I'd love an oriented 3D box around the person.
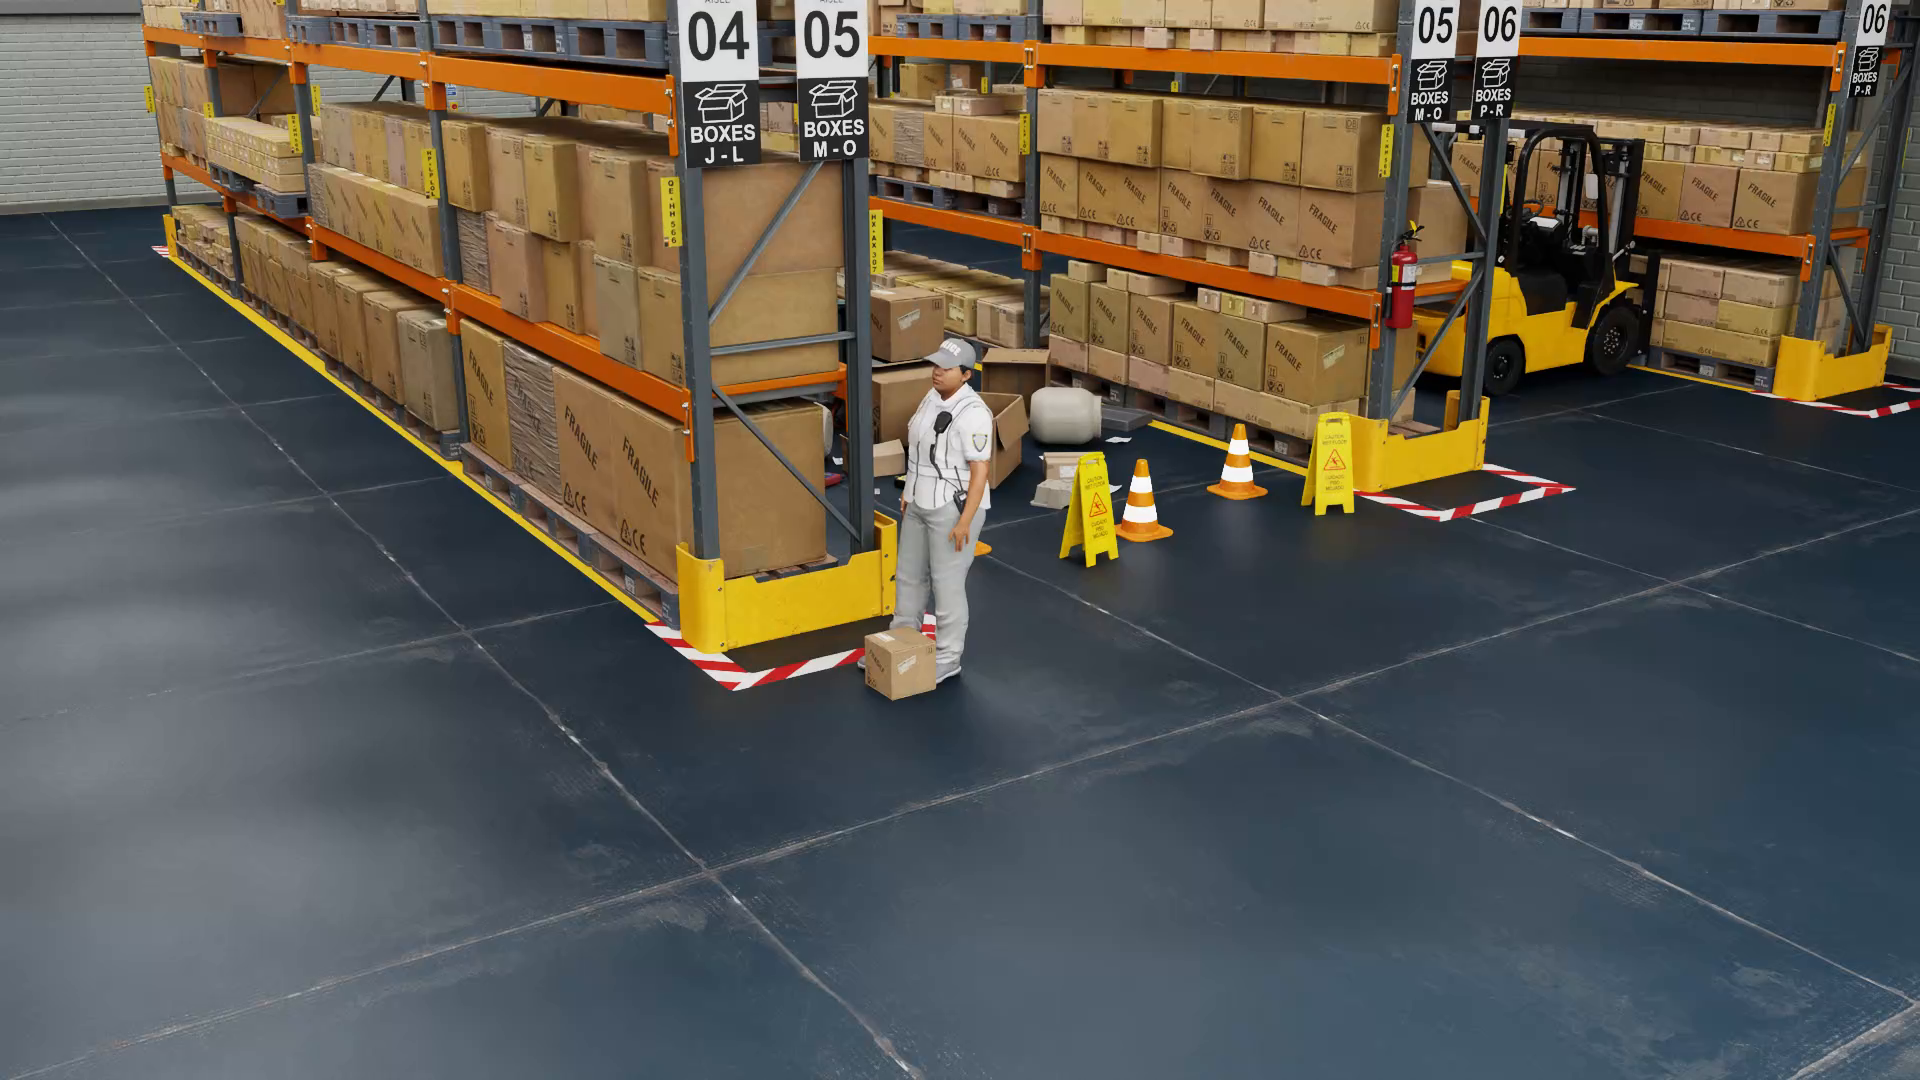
[{"bbox_3d":[-0.152,-0.133,7.919,0.529,1.671,0.599,-11,21,-30],"label":"person"}]
